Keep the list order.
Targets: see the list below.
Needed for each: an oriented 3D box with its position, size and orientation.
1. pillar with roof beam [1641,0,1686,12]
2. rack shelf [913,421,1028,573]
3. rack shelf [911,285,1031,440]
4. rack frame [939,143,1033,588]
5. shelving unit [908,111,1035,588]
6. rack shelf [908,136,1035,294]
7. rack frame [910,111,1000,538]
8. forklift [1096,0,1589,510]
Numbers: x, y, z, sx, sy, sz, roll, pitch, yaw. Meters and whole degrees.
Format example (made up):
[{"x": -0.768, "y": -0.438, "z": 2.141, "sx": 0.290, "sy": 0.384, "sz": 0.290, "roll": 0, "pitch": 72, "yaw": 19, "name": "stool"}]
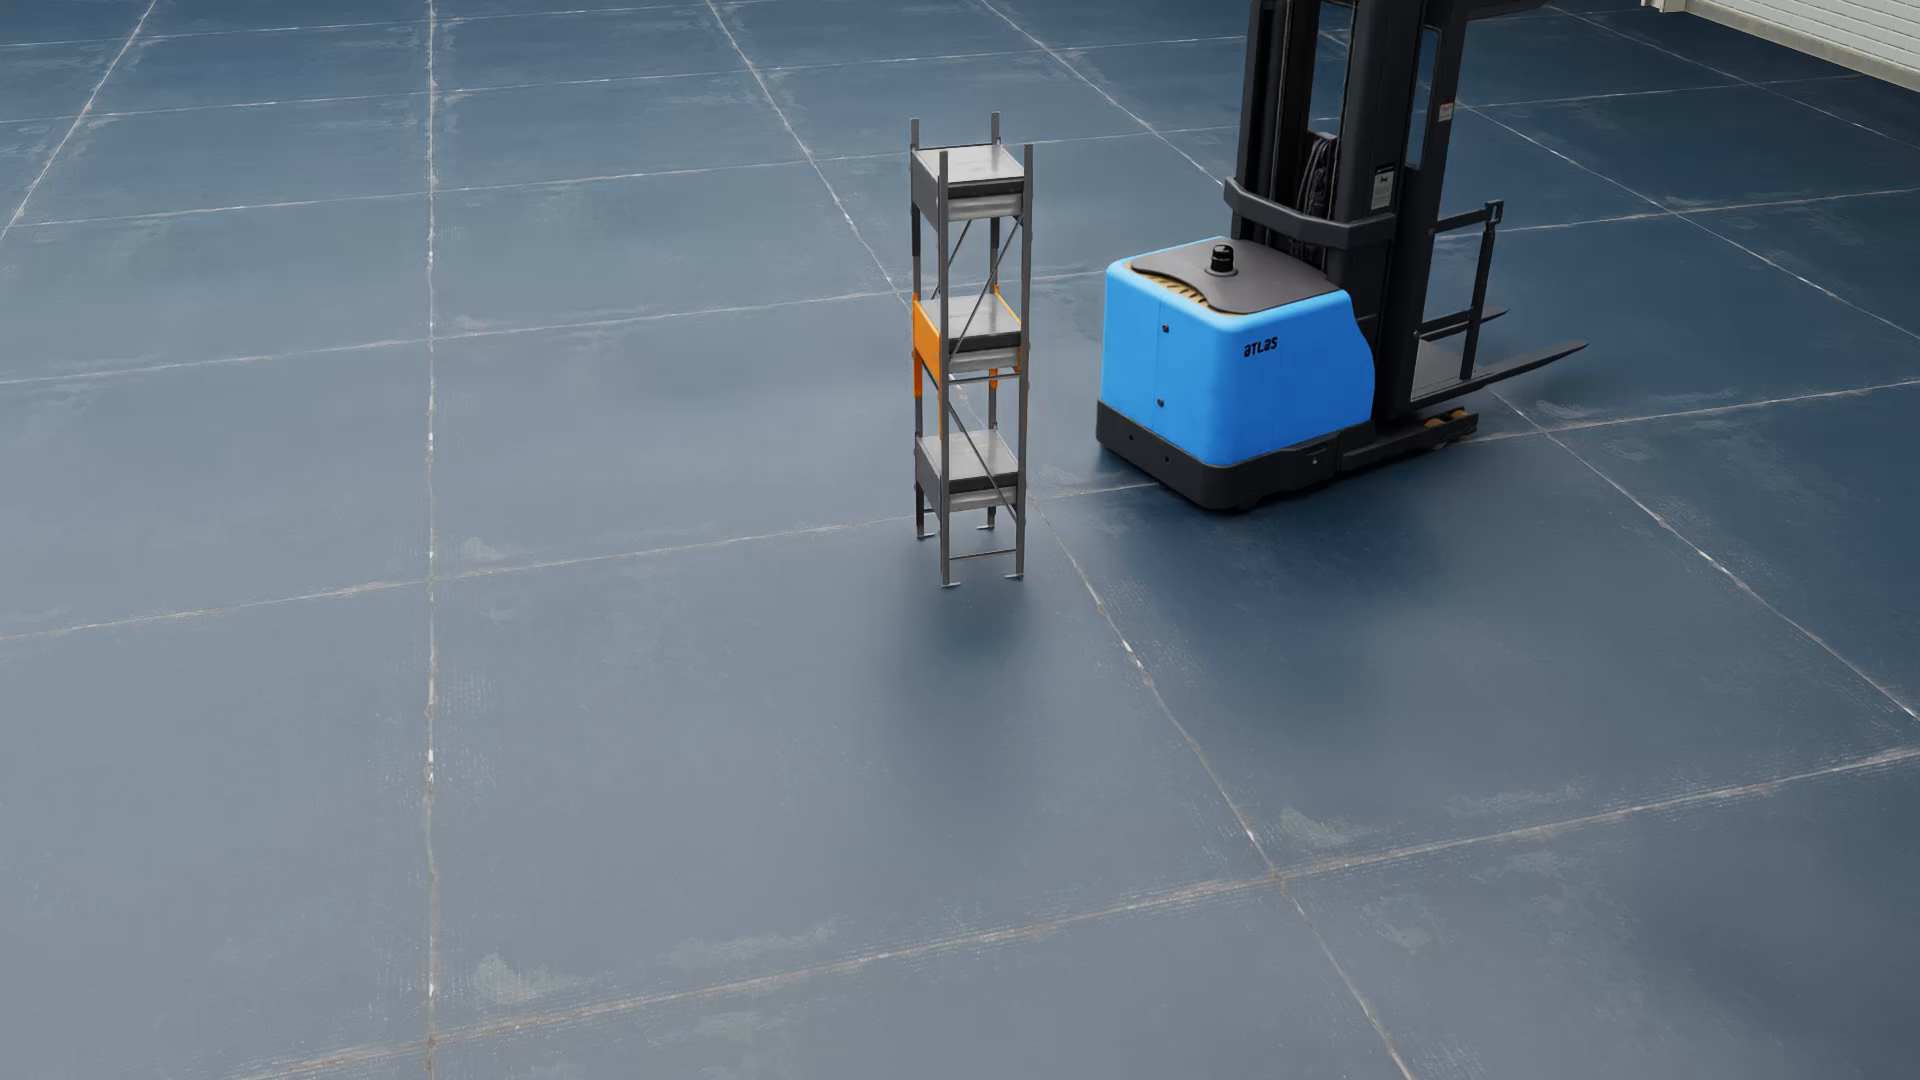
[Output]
[{"x": 3.655, "y": -9.230, "z": 15.213, "sx": 9.100, "sy": 9.000, "sz": 0.400, "roll": -8, "pitch": 31, "yaw": -13, "name": "pillar with roof beam"}, {"x": 0.044, "y": -0.211, "z": 7.943, "sx": 0.431, "sy": 0.518, "sz": 0.480, "roll": -8, "pitch": 31, "yaw": -13, "name": "rack shelf"}, {"x": 0.044, "y": -0.817, "z": 7.593, "sx": 0.431, "sy": 0.518, "sz": 0.480, "roll": -8, "pitch": 31, "yaw": -13, "name": "rack shelf"}, {"x": 0.109, "y": -0.711, "z": 7.382, "sx": 0.400, "sy": 2.100, "sz": 0.015, "roll": -8, "pitch": 31, "yaw": -13, "name": "rack frame"}, {"x": 0.044, "y": -0.829, "z": 7.586, "sx": 0.431, "sy": 2.100, "sz": 0.503, "roll": -8, "pitch": 31, "yaw": -13, "name": "shelving unit"}, {"x": 0.044, "y": -1.423, "z": 7.242, "sx": 0.431, "sy": 0.518, "sz": 0.480, "roll": -8, "pitch": 31, "yaw": -13, "name": "rack shelf"}, {"x": -0.021, "y": -0.947, "z": 7.789, "sx": 0.400, "sy": 2.100, "sz": 0.015, "roll": -8, "pitch": 31, "yaw": -13, "name": "rack frame"}, {"x": 2.258, "y": -1.969, "z": 8.726, "sx": 3.031, "sy": 2.935, "sz": 1.130, "roll": -18, "pitch": 35, "yaw": -28, "name": "forklift"}]
